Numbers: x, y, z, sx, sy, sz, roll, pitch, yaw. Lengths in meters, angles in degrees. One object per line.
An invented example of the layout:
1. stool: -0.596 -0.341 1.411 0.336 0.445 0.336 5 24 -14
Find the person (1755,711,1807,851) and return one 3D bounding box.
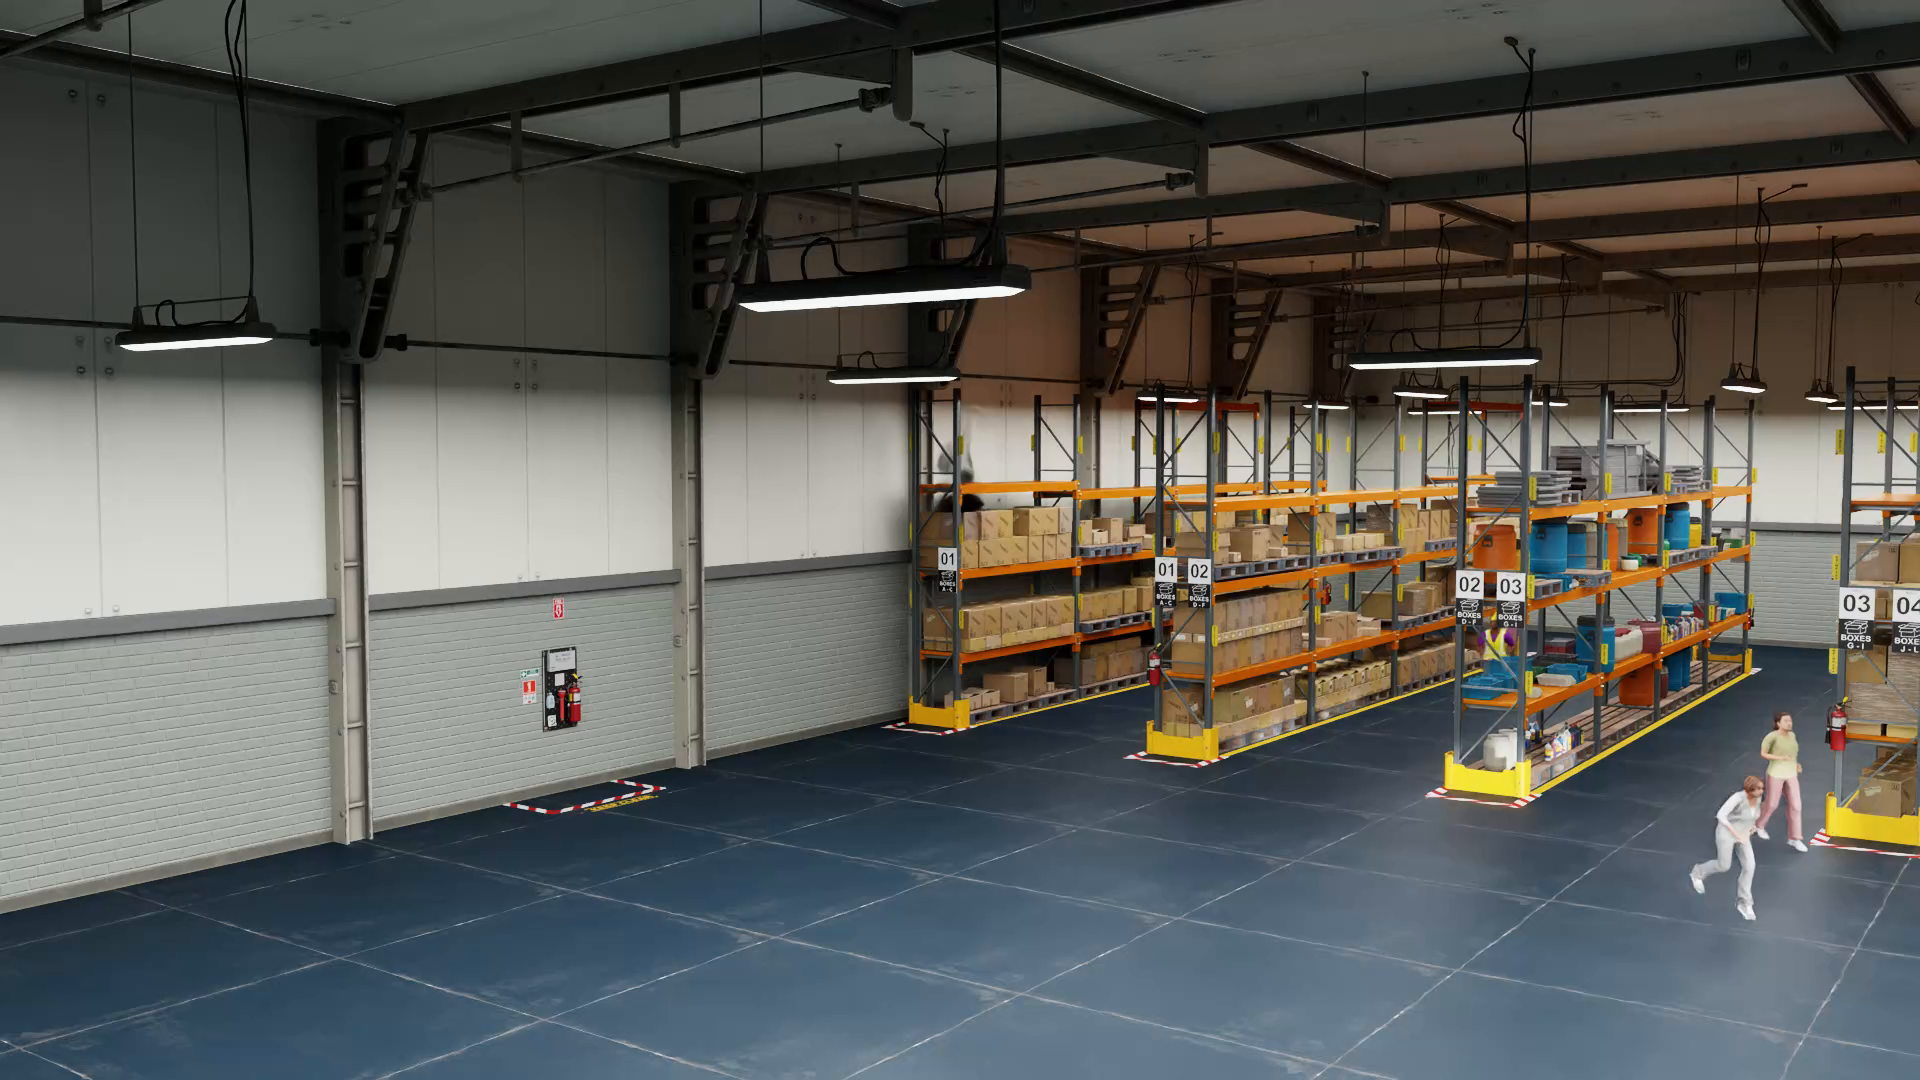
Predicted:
1. person: 10.227 2.958 20.706 0.585 1.669 0.886 0 3 -8

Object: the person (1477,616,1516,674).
1. person: 10.276 2.320 31.933 0.714 1.733 0.791 2 4 28

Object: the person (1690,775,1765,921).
1. person: 8.267 3.237 17.922 0.569 1.547 0.913 -2 4 -25
